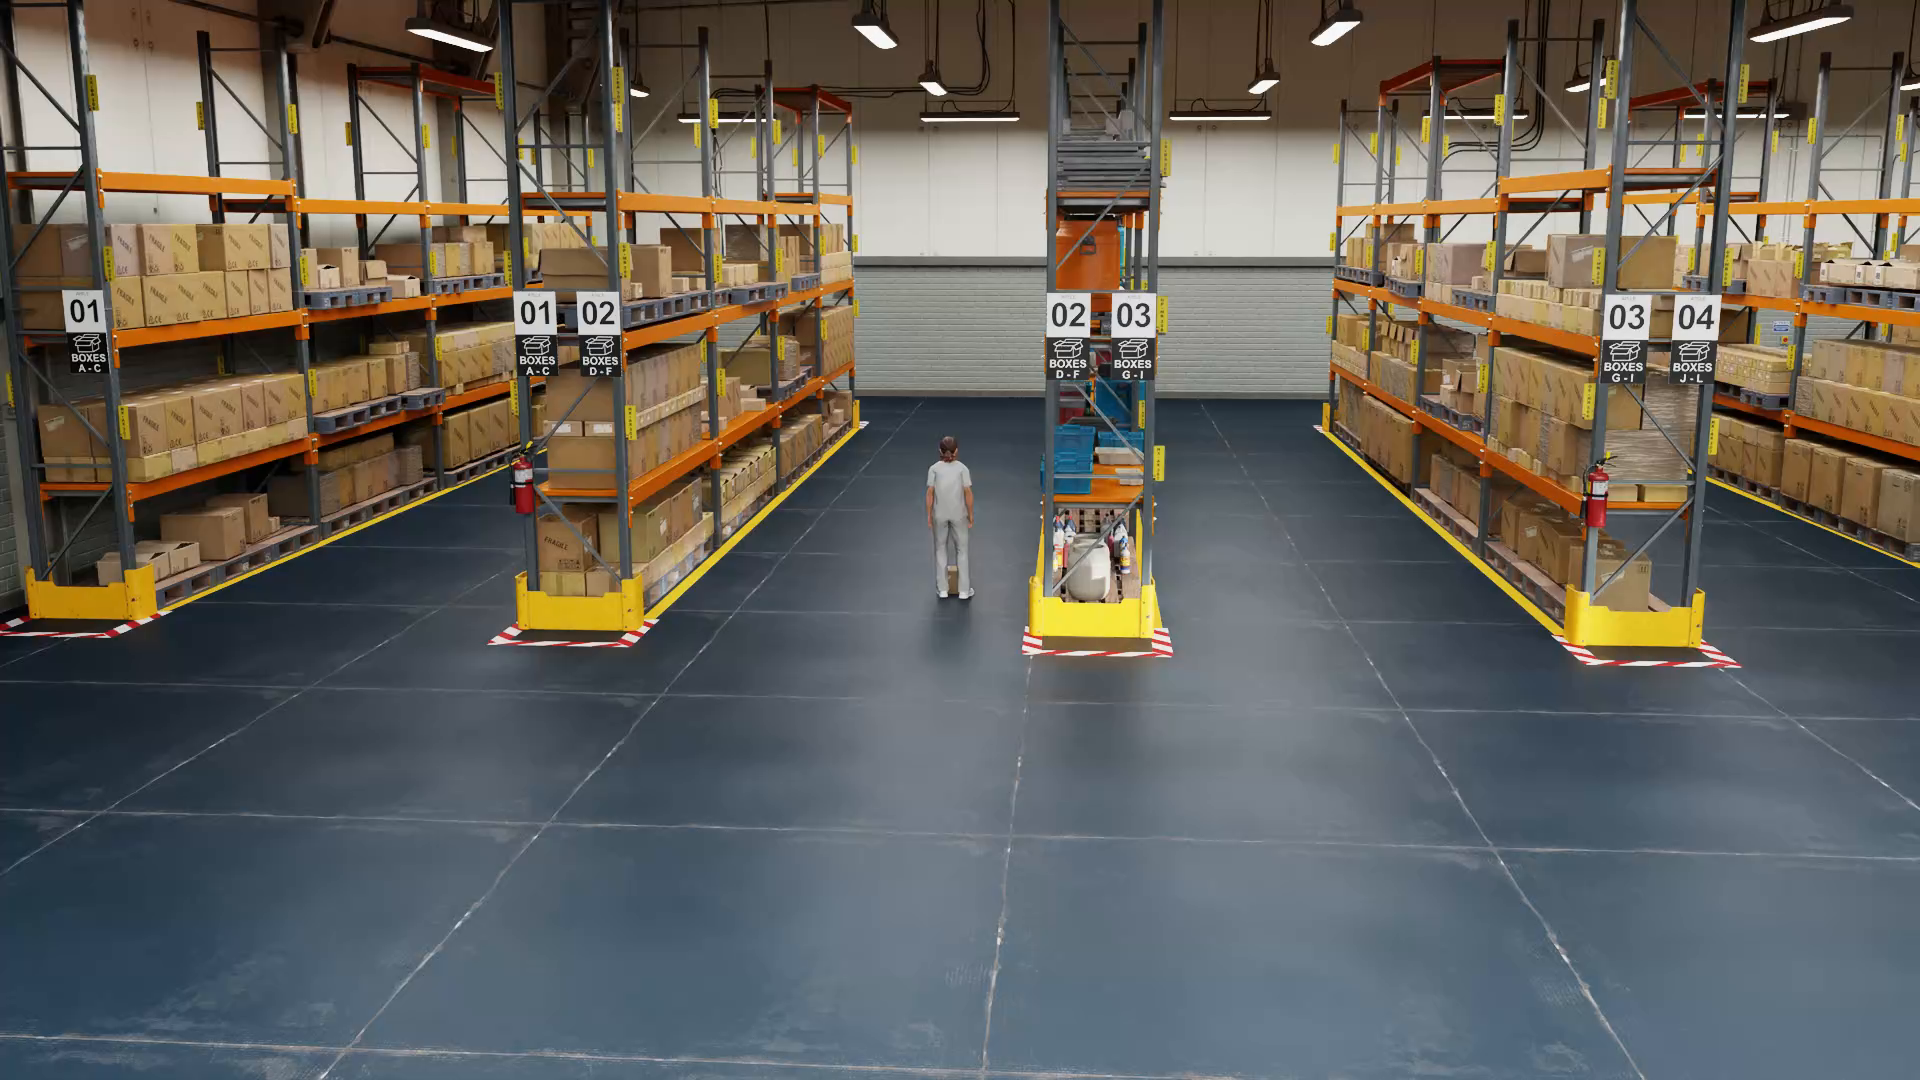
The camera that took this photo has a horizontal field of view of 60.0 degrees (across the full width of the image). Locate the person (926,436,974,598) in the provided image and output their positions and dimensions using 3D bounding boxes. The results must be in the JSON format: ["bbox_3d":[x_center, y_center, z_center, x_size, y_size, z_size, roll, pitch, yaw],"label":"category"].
[{"bbox_3d":[-0.102,-0.237,17.170,0.486,1.673,0.406,1,11,4],"label":"person"}]
